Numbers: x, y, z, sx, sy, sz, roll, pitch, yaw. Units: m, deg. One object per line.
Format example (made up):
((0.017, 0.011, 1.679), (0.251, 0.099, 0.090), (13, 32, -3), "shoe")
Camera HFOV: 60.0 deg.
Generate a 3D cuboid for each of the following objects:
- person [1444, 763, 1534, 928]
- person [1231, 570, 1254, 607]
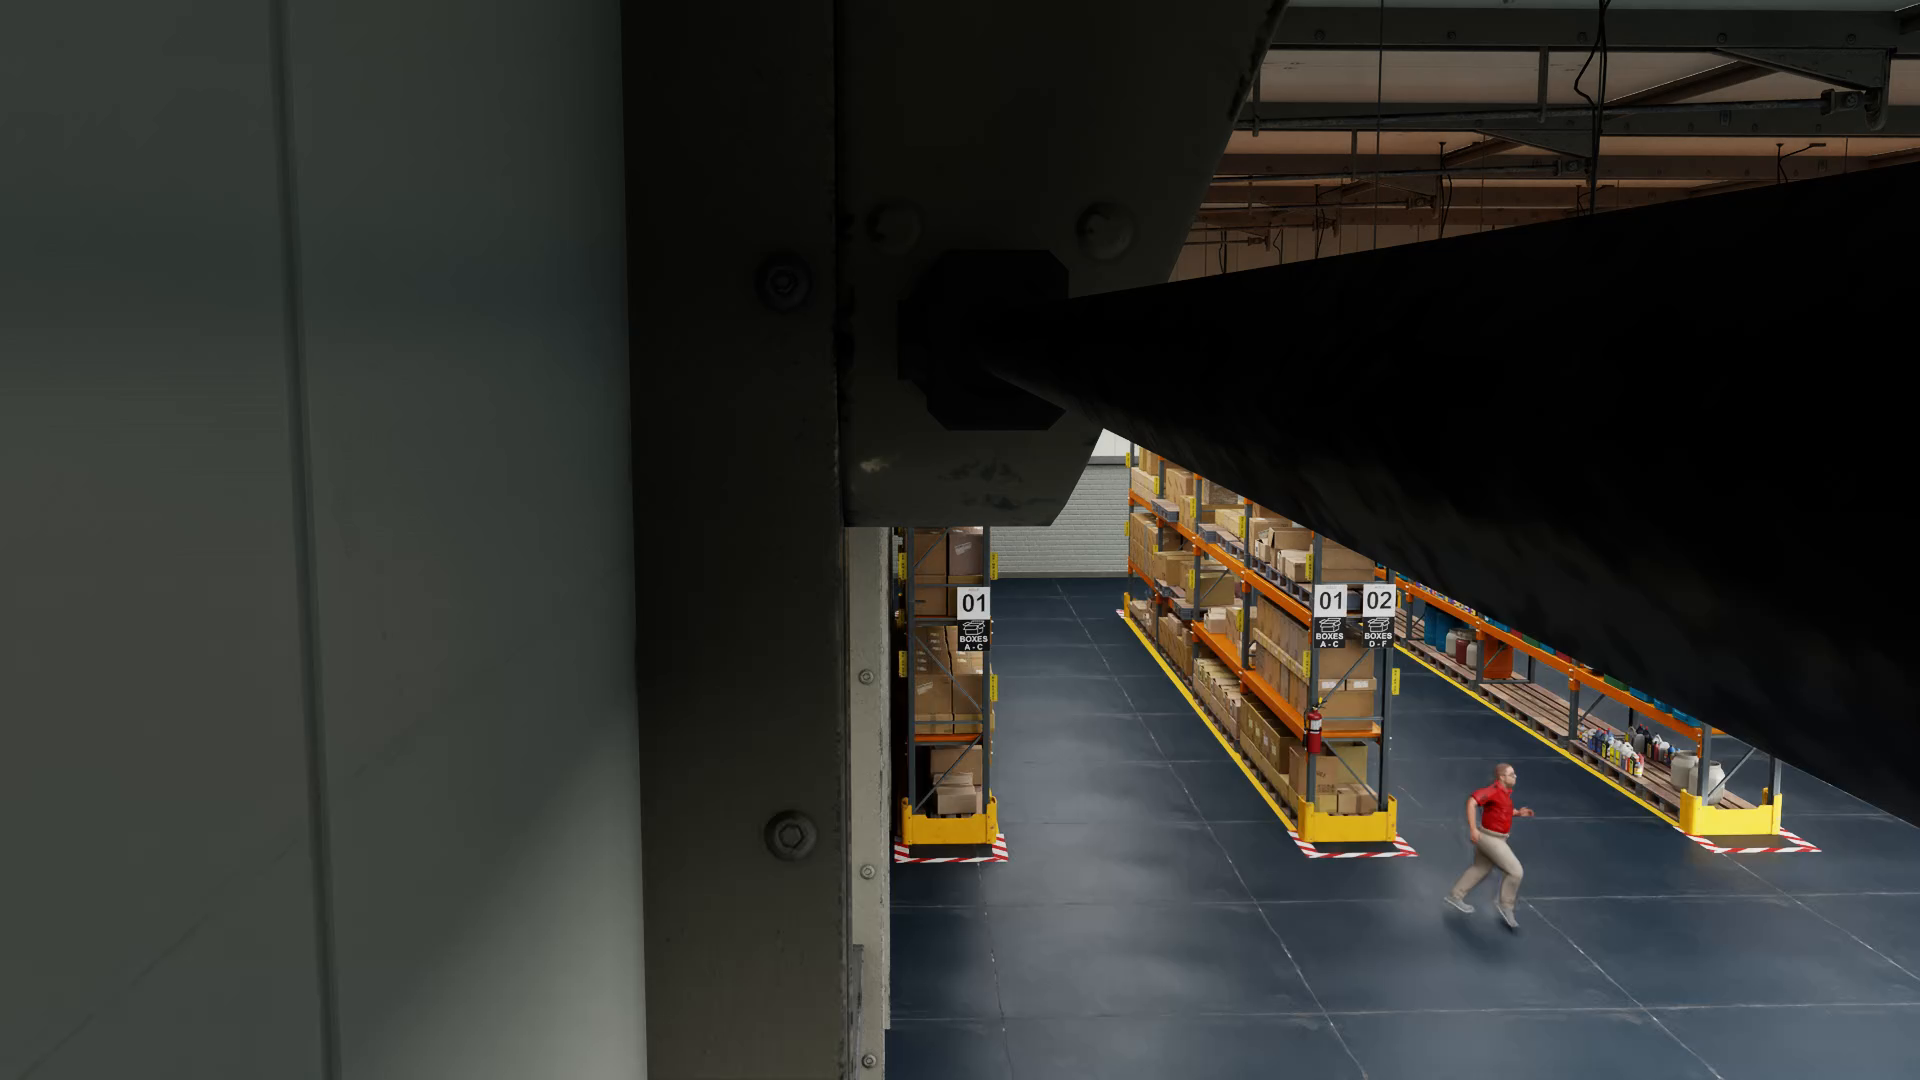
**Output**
((5.630, 3.237, 17.705), (0.877, 1.780, 0.686), (3, 8, 24), "person")
((6.023, 0.915, 36.106), (0.617, 1.710, 0.766), (-3, 8, -24), "person")
